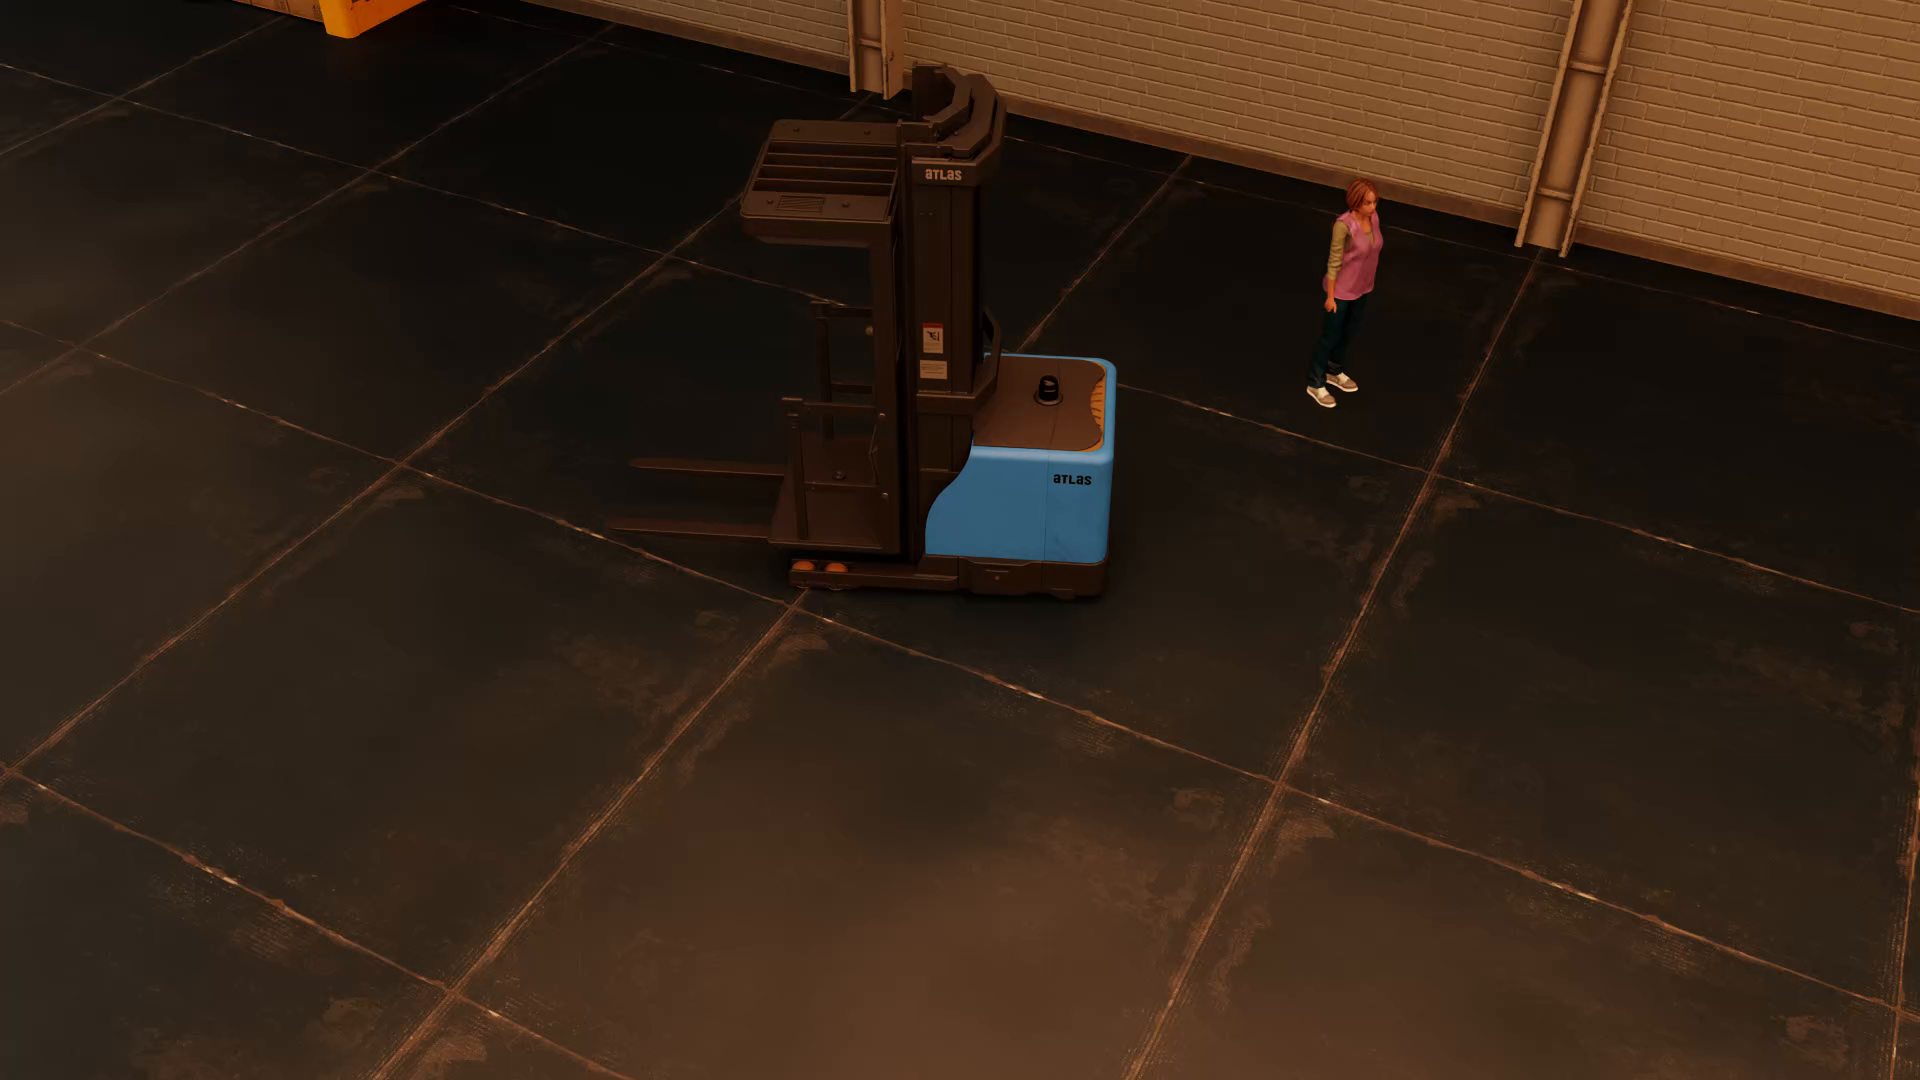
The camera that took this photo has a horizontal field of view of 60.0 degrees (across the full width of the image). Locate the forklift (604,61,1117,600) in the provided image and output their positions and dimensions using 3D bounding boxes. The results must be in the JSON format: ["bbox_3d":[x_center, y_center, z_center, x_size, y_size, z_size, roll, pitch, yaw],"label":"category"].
[{"bbox_3d":[-0.606,-1.157,9.360,3.031,2.935,1.130,3,40,4],"label":"forklift"}]

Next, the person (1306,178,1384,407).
[{"bbox_3d":[2.560,-1.648,10.977,0.411,1.604,0.314,-30,49,-31],"label":"person"}]
